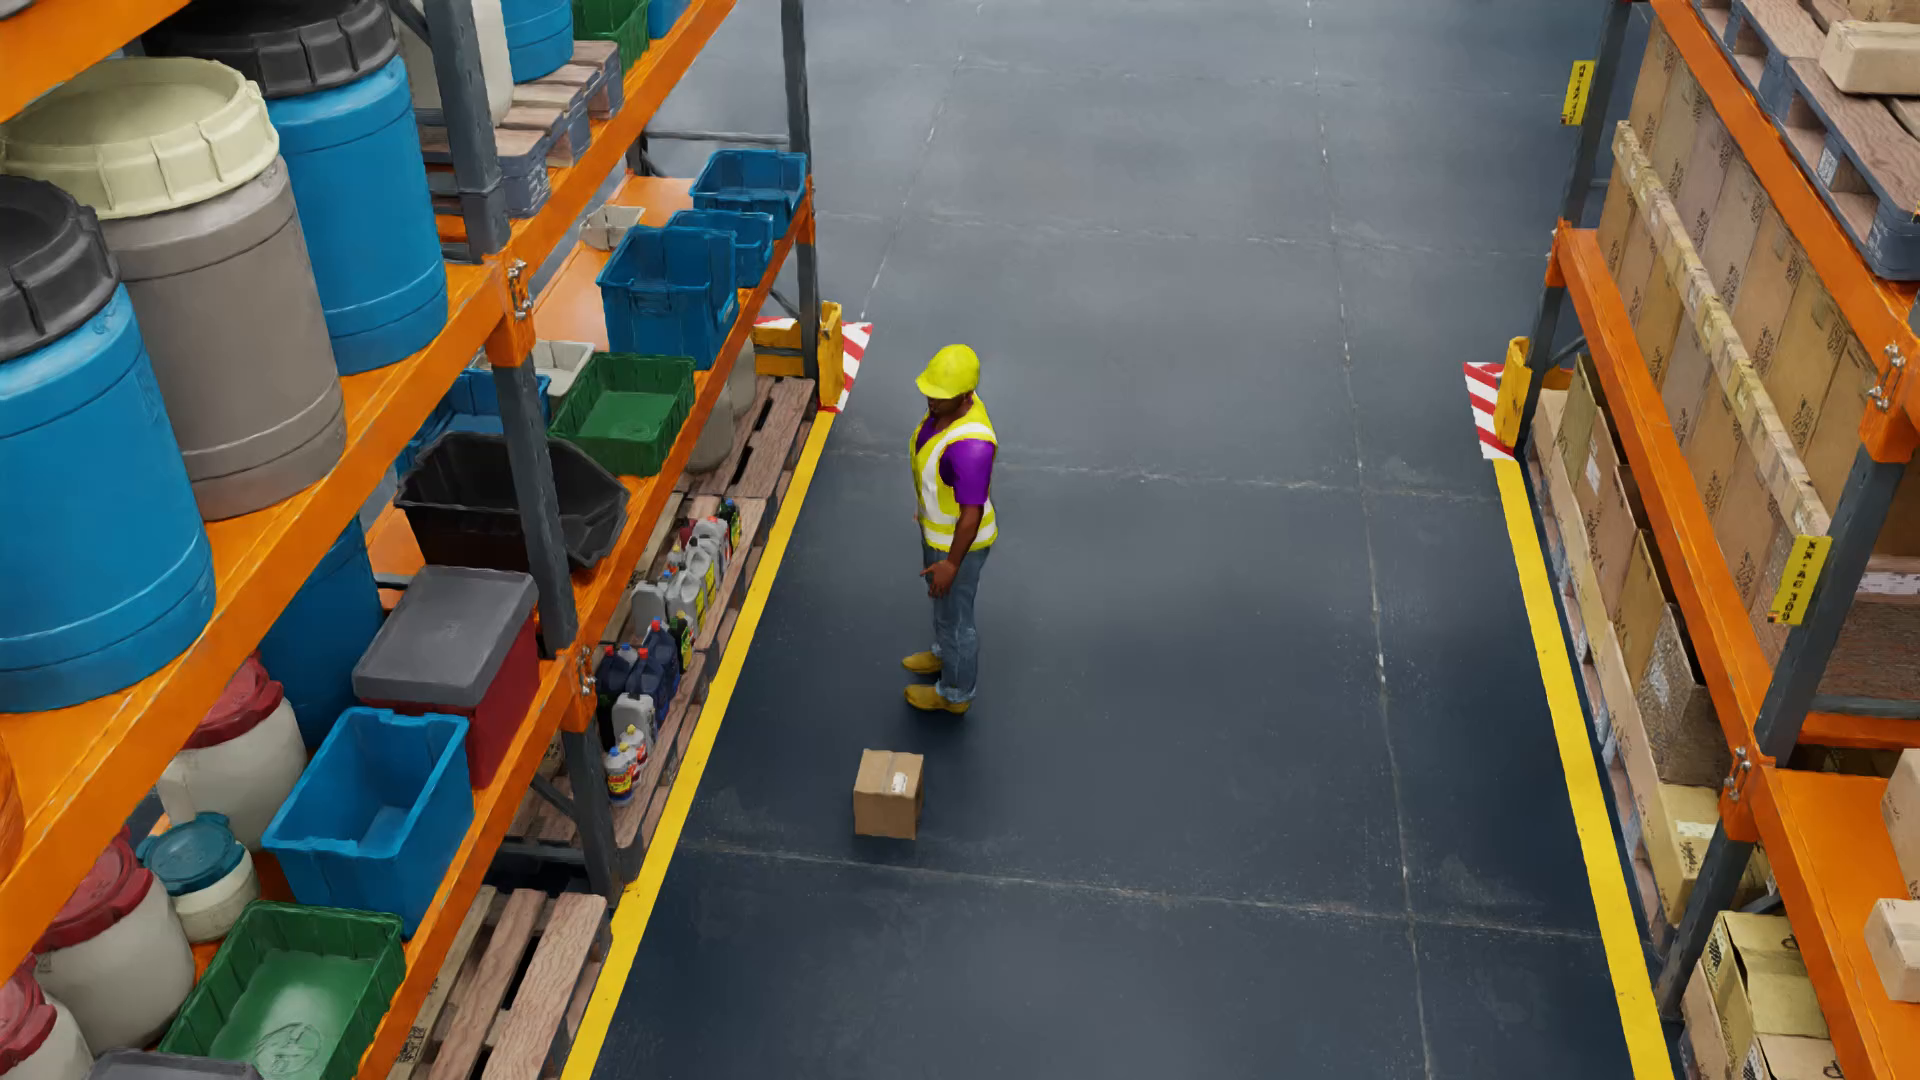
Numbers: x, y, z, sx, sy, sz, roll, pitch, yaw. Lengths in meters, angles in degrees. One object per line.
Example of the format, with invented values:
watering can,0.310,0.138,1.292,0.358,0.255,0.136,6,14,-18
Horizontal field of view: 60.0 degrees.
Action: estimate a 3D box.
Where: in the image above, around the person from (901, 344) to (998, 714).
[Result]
person,-0.060,-0.029,7.053,0.412,1.804,0.615,-7,36,-9
